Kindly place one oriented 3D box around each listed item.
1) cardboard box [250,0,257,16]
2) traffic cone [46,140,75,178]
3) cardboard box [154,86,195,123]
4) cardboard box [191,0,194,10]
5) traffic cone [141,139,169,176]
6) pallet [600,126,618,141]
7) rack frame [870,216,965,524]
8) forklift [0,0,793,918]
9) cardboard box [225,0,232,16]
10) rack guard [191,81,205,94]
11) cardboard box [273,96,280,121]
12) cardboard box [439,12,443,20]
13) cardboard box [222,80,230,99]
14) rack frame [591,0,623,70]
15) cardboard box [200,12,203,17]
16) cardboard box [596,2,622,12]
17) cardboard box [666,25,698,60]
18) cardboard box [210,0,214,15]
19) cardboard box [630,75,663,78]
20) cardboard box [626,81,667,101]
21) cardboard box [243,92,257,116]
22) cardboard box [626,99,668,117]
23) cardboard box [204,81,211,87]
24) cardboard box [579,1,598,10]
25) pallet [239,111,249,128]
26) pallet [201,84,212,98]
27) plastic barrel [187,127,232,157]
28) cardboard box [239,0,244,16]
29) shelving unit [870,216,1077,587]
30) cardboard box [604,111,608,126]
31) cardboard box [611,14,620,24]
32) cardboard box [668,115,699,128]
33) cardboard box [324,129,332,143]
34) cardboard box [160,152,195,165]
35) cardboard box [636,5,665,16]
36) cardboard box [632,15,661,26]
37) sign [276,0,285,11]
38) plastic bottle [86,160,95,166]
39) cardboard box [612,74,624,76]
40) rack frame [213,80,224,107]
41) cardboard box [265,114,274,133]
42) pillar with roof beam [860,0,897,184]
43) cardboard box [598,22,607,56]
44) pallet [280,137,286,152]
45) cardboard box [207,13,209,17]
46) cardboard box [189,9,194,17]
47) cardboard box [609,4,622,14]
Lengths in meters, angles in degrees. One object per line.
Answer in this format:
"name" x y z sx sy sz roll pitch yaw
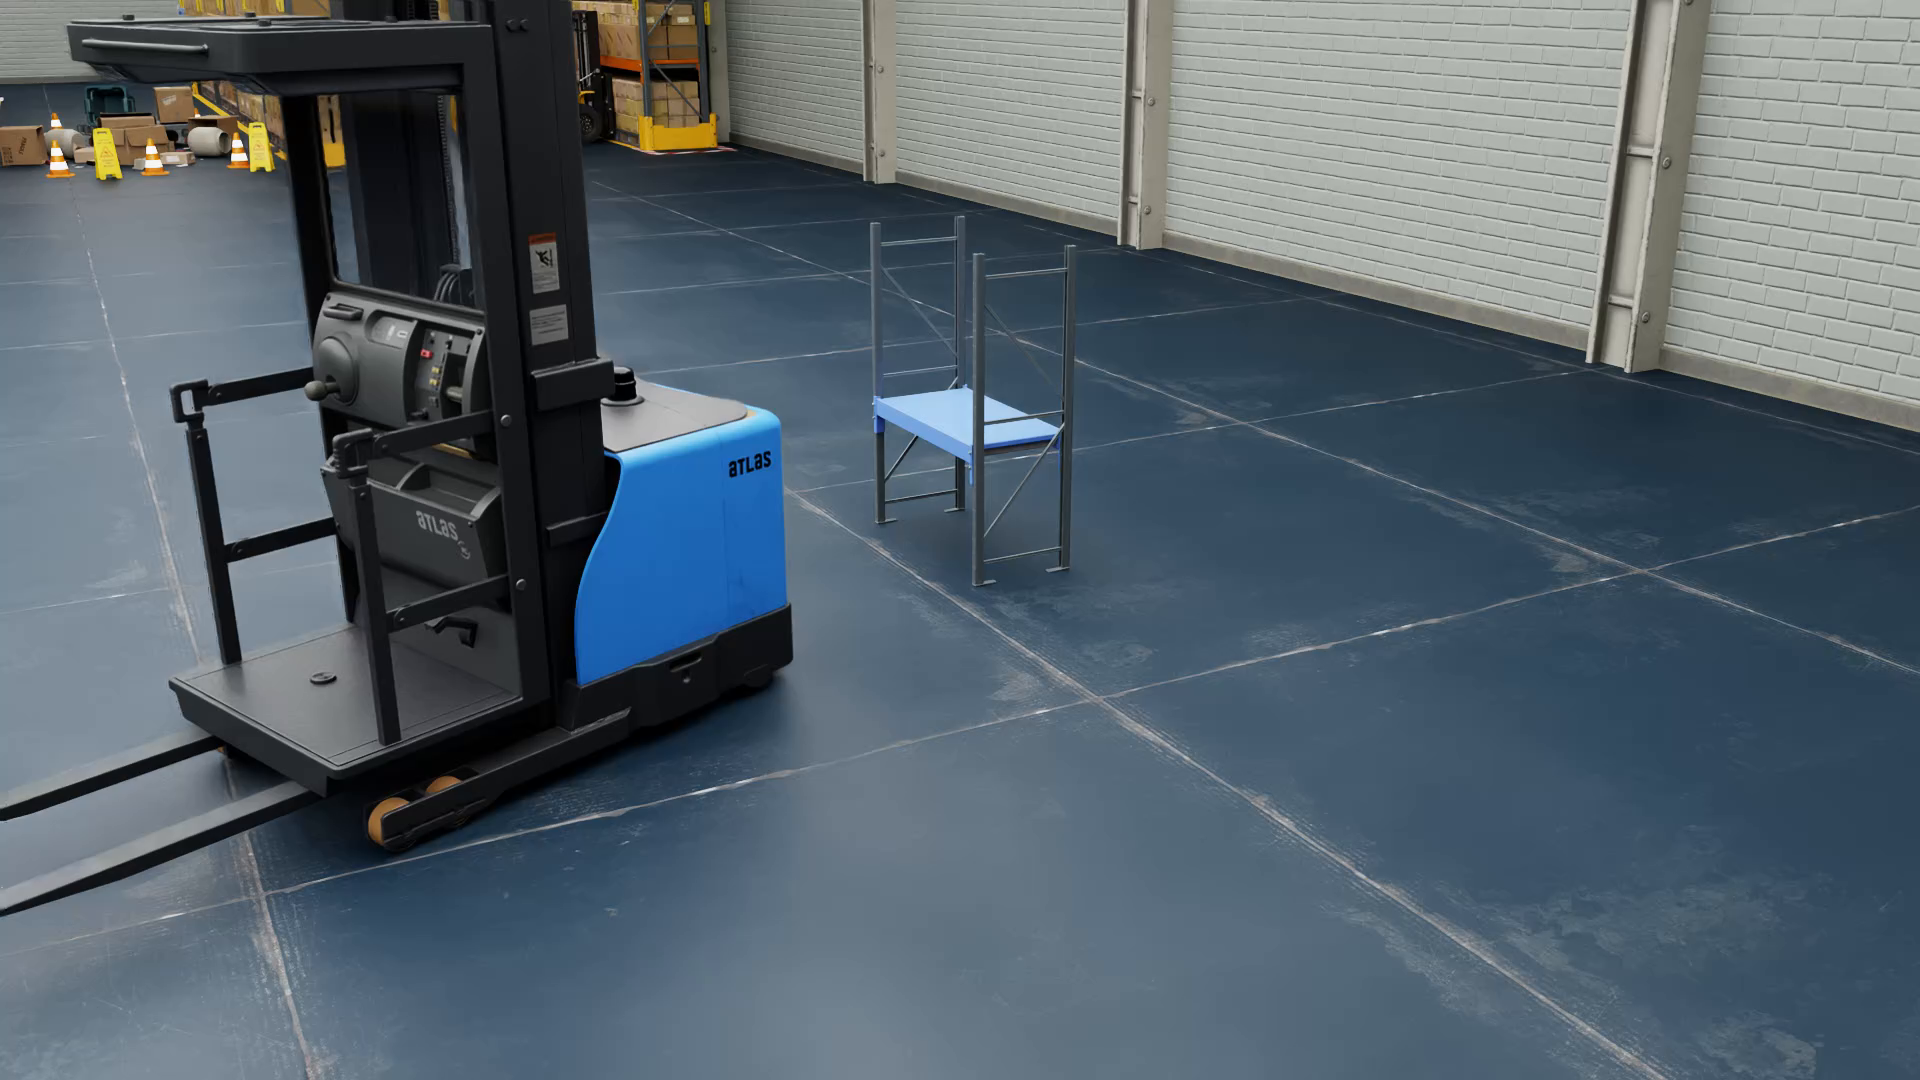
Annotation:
"cardboard box" -10.157 -8.059 24.745 0.700 0.500 0.500 -11 22 -28
"traffic cone" -12.025 -5.086 22.160 0.336 0.463 0.334 -10 21 -27
"cardboard box" -12.165 -6.748 25.761 0.500 0.500 0.500 -10 21 -27
"cardboard box" -15.594 -11.202 34.311 0.500 0.500 0.500 -10 21 -26
"traffic cone" -10.869 -5.163 22.385 0.336 0.463 0.334 -10 21 -27
"pallet" -5.322 -6.723 27.290 1.003 0.211 1.213 -10 21 -27
"rack frame" -0.201 -0.830 8.239 0.500 1.500 0.032 -10 21 -27
"forklift" -1.989 -0.583 5.328 1.130 2.935 3.031 15 24 37
"cardboard box" -12.503 -9.226 29.017 0.500 0.500 0.500 -11 22 -28
"rack guard" -16.323 -10.127 36.712 1.175 0.500 0.348 -10 21 -27
"cardboard box" -10.061 -6.598 25.074 0.500 0.500 0.500 -9 21 -24
"cardboard box" -11.222 -11.536 36.737 0.500 0.250 0.500 -11 22 -28
"cardboard box" -14.047 -9.182 32.755 0.875 0.875 0.875 -9 21 -25
"rack frame" -6.247 -8.626 28.532 1.000 3.000 0.127 -10 21 -27
"cardboard box" -14.857 -10.294 33.211 0.500 0.500 0.500 -10 21 -26
"cardboard box" -5.675 -8.626 26.927 0.380 0.149 0.250 -10 21 -27
"cardboard box" -4.338 -7.711 25.725 0.500 0.500 0.500 -9 21 -25
"cardboard box" -13.703 -10.069 31.025 0.500 0.500 0.500 -10 22 -28
"cardboard box" -5.115 -7.453 27.171 0.500 0.250 0.500 -10 22 -28
"cardboard box" -4.840 -6.933 25.664 0.500 0.250 0.500 -9 21 -25
"cardboard box" -11.896 -7.587 28.904 0.950 0.372 0.625 -10 22 -28
"cardboard box" -4.853 -6.704 25.768 0.500 0.250 0.500 -10 22 -27
"cardboard box" -15.910 -10.115 36.129 0.875 0.438 0.875 -11 22 -28
"cardboard box" -6.137 -8.925 27.794 0.380 0.149 0.250 -10 21 -26
"pallet" -12.143 -7.462 29.433 1.003 0.211 1.213 -10 21 -27
"pallet" -15.863 -9.766 36.109 1.003 0.211 1.213 -10 21 -27
"plastic barrel" -11.027 -5.849 24.432 0.512 0.421 0.421 4 19 11
"cardboard box" -11.511 -8.631 27.293 0.500 0.500 0.500 -9 21 -25
"shelving unit" 0.041 -0.684 7.816 0.538 1.500 1.048 -10 21 -27
"cardboard box" -5.572 -6.898 27.094 0.500 0.250 0.500 -9 21 -25
"cardboard box" -5.251 -8.183 26.100 0.380 0.149 0.250 -11 22 -28
"cardboard box" -4.408 -6.548 26.081 0.500 0.250 0.500 -10 21 -26
"cardboard box" -9.346 -5.804 23.925 0.500 0.250 0.500 -10 21 -27
"cardboard box" -11.113 -5.424 23.621 0.380 0.149 0.250 1 19 2
"cardboard box" -4.703 -8.043 25.237 0.380 0.149 0.250 -10 21 -27
"cardboard box" -4.758 -7.888 25.245 0.380 0.149 0.250 -10 21 -26
"sign" -9.212 -7.325 22.500 0.100 0.325 0.005 -10 21 -27
"plastic bottle" -12.255 -5.338 23.508 0.283 0.061 0.133 16 25 39
"cardboard box" -5.813 -7.521 27.367 0.500 0.250 0.500 -9 21 -25
"rack frame" -14.412 -10.153 32.956 1.000 3.000 0.127 -10 21 -27
"cardboard box" -10.571 -6.544 26.069 0.500 0.250 0.500 -11 22 -29
"pillar with roof beam" -4.824 -8.264 18.286 9.100 9.000 0.400 -10 21 -27
"cardboard box" -5.542 -8.066 26.755 0.500 0.500 0.500 -10 21 -26
"pallet" -9.680 -6.000 25.197 1.003 0.211 1.213 -10 21 -27
"cardboard box" -14.179 -10.003 31.985 0.500 0.250 0.500 -10 21 -26
"cardboard box" -15.846 -10.877 34.900 0.500 0.500 0.500 -10 21 -27
"cardboard box" -5.269 -8.320 26.041 0.380 0.149 0.250 -9 21 -25
